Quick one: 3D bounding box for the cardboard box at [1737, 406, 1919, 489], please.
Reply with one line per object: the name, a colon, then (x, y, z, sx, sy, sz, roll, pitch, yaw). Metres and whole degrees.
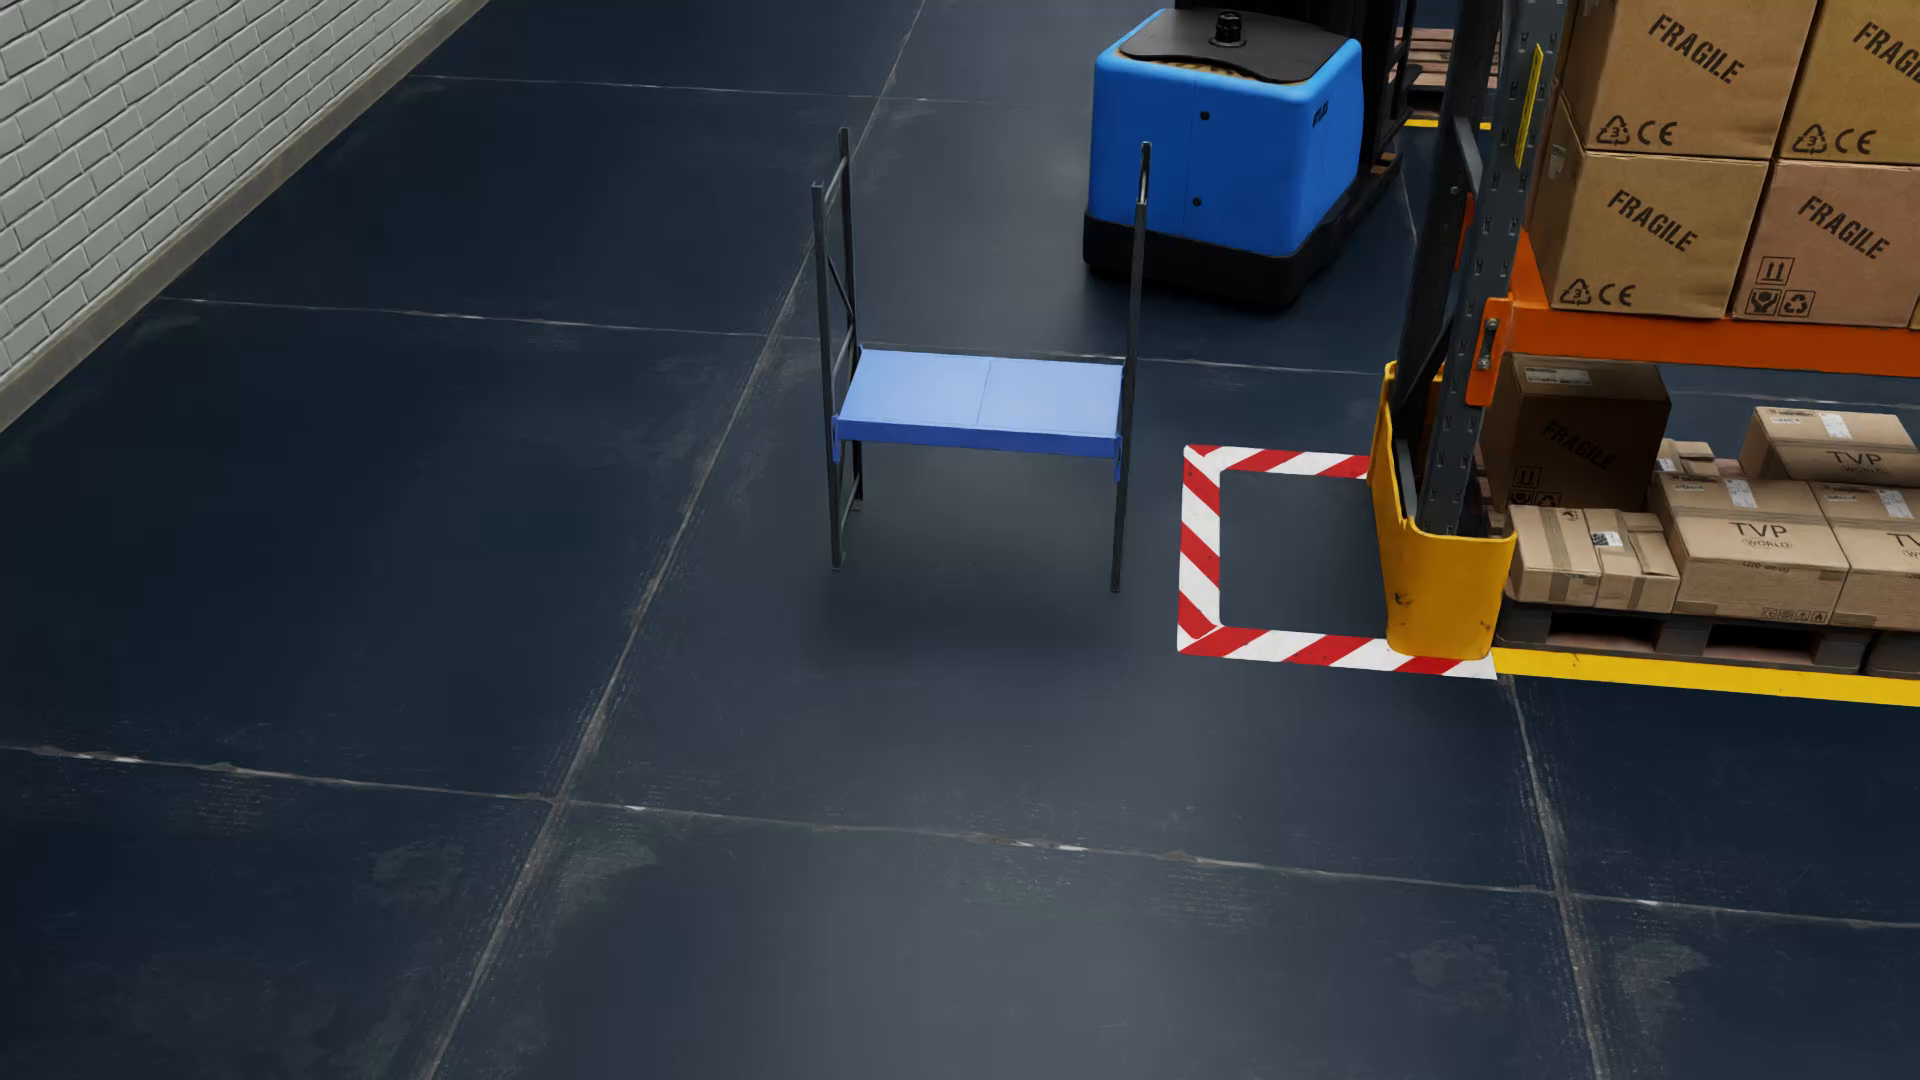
cardboard box: (3.150, -0.234, 5.983, 0.500, 0.250, 0.500, 4, 36, 6)

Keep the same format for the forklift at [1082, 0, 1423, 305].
forklift: (1.720, -3.113, 8.089, 1.130, 2.935, 3.031, 17, 39, 22)

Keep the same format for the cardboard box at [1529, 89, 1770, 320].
cardboard box: (2.048, -1.016, 5.005, 0.500, 0.500, 0.500, 5, 36, 7)

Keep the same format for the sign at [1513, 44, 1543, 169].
sign: (1.572, -1.199, 4.603, 0.005, 0.325, 0.100, 4, 36, 6)

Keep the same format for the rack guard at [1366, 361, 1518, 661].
rack guard: (1.716, -0.137, 6.011, 0.348, 0.500, 1.175, 4, 36, 6)

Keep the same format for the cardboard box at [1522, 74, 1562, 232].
cardboard box: (2.120, -1.324, 5.437, 0.500, 0.500, 0.500, 5, 36, 7)

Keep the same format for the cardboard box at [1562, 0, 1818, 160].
cardboard box: (2.048, -1.423, 4.714, 0.500, 0.500, 0.500, 5, 36, 7)

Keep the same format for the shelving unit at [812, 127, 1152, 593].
shelving unit: (0.085, -0.604, 5.805, 1.048, 1.500, 0.538, 4, 36, 6)

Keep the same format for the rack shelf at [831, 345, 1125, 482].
rack shelf: (0.085, -0.458, 5.910, 1.000, 0.185, 0.538, 4, 36, 6)

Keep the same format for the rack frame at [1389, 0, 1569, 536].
rack frame: (1.641, -1.160, 5.293, 0.127, 3.000, 1.000, 4, 36, 6)

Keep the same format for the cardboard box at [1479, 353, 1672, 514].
cardboard box: (2.212, -0.423, 6.034, 0.500, 0.500, 0.500, 4, 36, 6)

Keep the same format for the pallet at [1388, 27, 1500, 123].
pallet: (3.089, -2.795, 9.985, 1.213, 0.211, 1.003, 4, 36, 6)

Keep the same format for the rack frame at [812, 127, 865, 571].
rack frame: (-0.420, -0.642, 5.858, 0.032, 1.500, 0.500, 4, 36, 6)

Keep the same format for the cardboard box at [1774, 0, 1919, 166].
cardboard box: (2.567, -1.388, 4.666, 0.500, 0.500, 0.500, 5, 36, 6)

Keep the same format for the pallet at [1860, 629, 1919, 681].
pallet: (3.714, 0.131, 5.885, 1.213, 0.211, 1.003, 4, 36, 6)

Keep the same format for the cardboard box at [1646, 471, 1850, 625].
cardboard box: (2.640, 0.021, 5.626, 0.500, 0.250, 0.500, 4, 36, 6)

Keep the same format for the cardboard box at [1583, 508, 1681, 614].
cardboard box: (2.260, 0.062, 5.641, 0.250, 0.166, 0.380, 4, 36, 6)

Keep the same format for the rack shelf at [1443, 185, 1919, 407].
rack shelf: (3.625, -0.719, 5.294, 4.000, 0.370, 1.077, 4, 36, 6)

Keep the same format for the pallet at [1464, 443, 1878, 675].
pallet: (2.507, 0.040, 6.013, 1.213, 0.211, 1.003, 4, 36, 6)

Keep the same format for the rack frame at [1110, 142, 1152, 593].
rack frame: (0.589, -0.567, 5.753, 0.032, 1.500, 0.500, 4, 36, 6)

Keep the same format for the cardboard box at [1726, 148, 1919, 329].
cardboard box: (2.560, -0.980, 4.956, 0.500, 0.500, 0.500, 4, 36, 5)

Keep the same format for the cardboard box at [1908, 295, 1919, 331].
cardboard box: (3.057, -0.942, 4.901, 0.500, 0.500, 0.500, 4, 36, 6)

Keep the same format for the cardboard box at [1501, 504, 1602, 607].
cardboard box: (2.013, 0.051, 5.672, 0.250, 0.149, 0.380, 4, 36, 6)

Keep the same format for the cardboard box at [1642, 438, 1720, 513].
cardboard box: (2.602, -0.205, 6.016, 0.250, 0.166, 0.380, 4, 36, 6)

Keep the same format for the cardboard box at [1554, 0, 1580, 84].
cardboard box: (2.117, -1.733, 5.149, 0.500, 0.500, 0.500, 4, 36, 6)

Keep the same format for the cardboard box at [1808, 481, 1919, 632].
cardboard box: (3.136, 0.058, 5.575, 0.500, 0.250, 0.500, 4, 36, 6)
